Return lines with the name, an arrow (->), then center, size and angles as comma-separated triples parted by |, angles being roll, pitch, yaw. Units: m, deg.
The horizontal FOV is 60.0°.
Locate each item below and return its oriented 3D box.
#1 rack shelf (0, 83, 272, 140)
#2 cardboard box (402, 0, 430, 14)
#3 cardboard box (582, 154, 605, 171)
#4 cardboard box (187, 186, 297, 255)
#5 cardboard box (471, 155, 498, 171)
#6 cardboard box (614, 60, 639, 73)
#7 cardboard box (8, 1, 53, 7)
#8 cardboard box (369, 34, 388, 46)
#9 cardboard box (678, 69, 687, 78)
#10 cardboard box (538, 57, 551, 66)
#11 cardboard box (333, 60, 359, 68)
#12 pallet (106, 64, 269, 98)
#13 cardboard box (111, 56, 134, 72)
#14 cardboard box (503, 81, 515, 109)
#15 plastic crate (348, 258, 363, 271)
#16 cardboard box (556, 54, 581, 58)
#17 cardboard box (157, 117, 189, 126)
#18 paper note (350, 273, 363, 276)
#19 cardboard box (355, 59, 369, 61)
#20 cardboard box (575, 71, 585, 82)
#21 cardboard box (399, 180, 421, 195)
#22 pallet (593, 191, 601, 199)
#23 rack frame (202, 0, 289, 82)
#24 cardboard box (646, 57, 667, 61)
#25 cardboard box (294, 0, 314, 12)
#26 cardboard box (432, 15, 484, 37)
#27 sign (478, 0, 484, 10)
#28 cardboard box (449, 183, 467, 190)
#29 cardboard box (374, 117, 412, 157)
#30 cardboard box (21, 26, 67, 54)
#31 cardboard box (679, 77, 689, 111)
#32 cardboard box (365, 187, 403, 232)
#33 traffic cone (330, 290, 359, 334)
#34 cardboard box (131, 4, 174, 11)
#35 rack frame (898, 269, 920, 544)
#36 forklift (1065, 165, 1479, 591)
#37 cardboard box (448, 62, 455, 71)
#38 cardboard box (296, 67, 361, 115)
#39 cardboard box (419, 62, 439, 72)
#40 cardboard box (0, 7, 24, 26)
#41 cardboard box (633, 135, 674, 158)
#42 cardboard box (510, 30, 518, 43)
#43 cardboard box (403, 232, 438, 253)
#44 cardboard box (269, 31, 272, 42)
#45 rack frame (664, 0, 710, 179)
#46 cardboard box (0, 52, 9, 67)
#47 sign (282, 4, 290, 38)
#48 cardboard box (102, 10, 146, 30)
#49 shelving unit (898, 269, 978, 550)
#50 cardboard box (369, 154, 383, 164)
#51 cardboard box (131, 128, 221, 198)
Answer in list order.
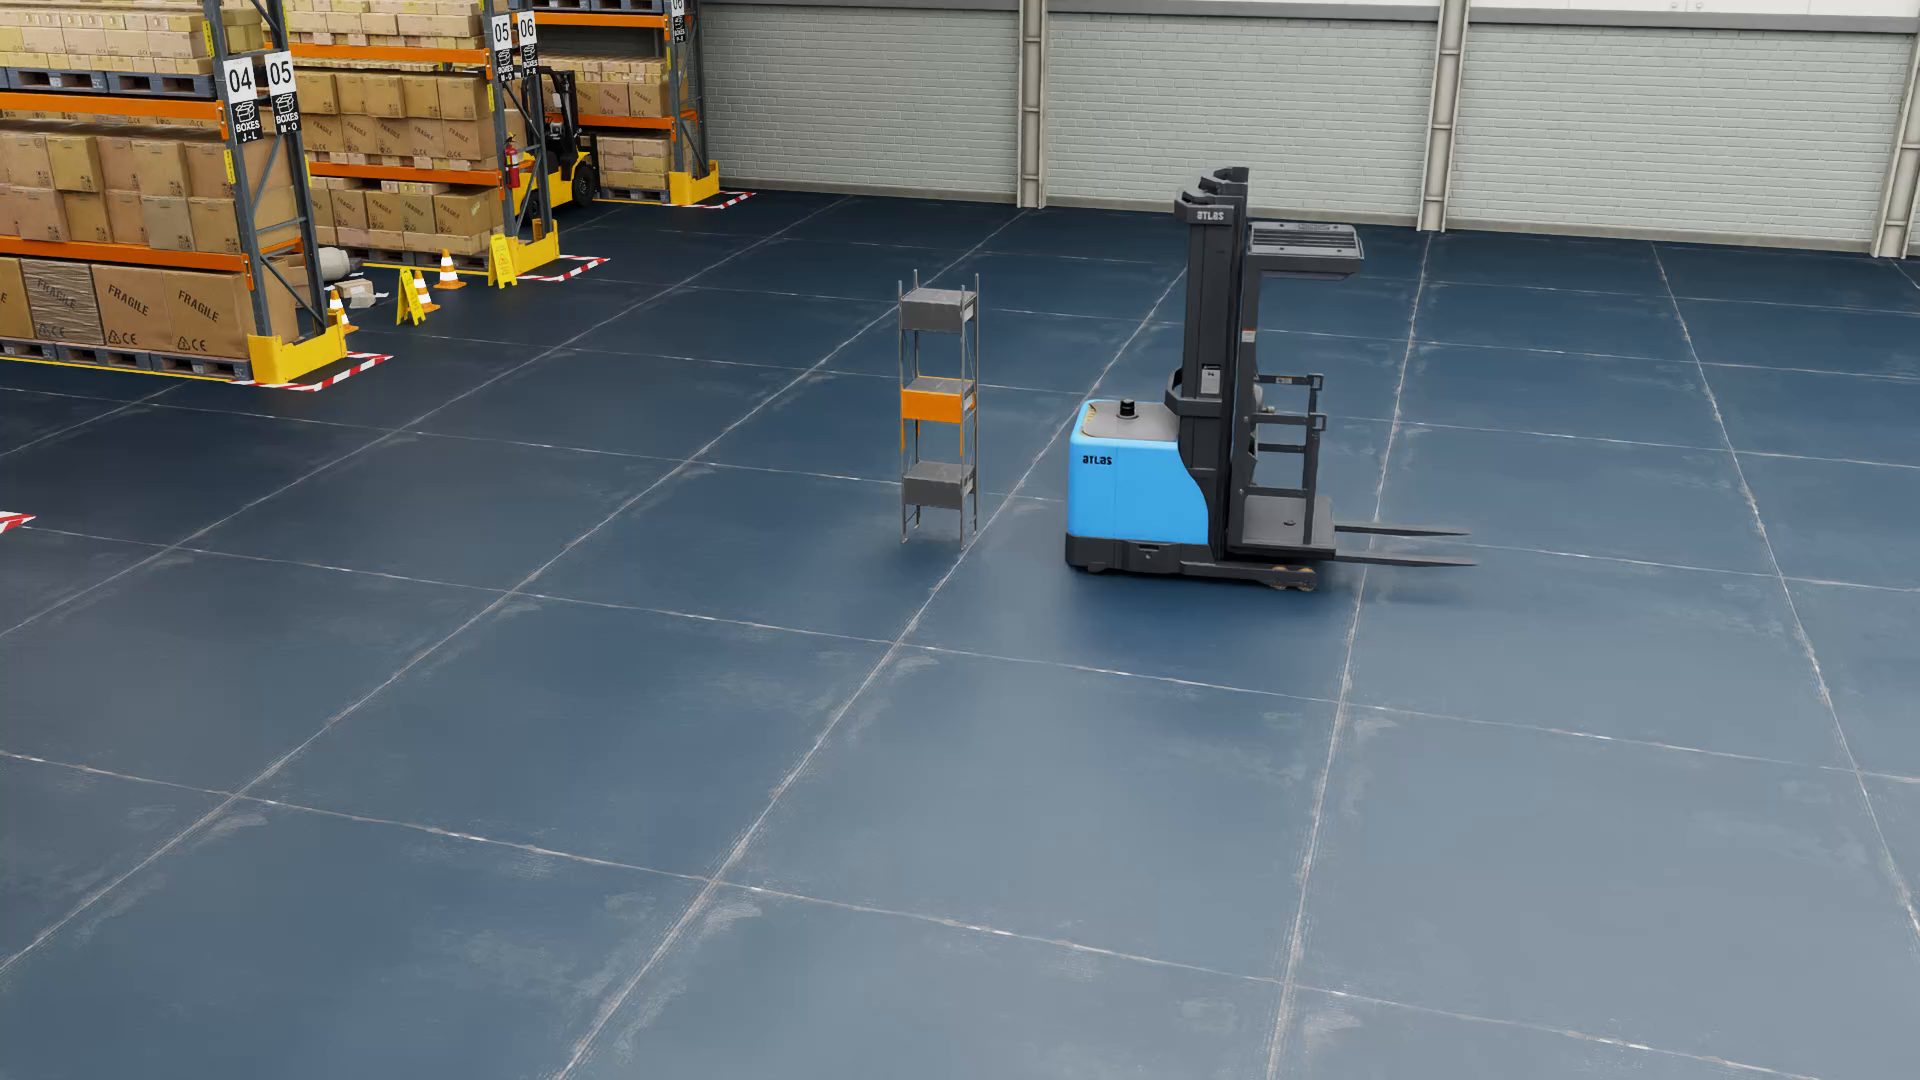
rack shelf -> -8.905, -4.484, 17.150 | 4.000, 0.370, 1.077 | 7, 23, 16
cardboard box -> -6.780, -6.700, 20.884 | 0.250, 0.149, 0.380 | 7, 23, 16
cardboard box -> -5.761, -6.024, 26.321 | 0.500, 0.250, 0.500 | 6, 23, 14
cardboard box -> -7.359, -3.304, 17.079 | 0.550, 0.550, 0.875 | 7, 23, 16
cardboard box -> -6.077, -4.867, 21.418 | 0.250, 0.149, 0.380 | 7, 23, 17
cardboard box -> -5.134, -7.305, 25.652 | 0.250, 0.149, 0.380 | 7, 23, 17
cardboard box -> -9.656, -5.522, 17.328 | 0.250, 0.149, 0.380 | 7, 23, 16
cardboard box -> -7.297, -6.379, 21.153 | 0.250, 0.149, 0.380 | 6, 23, 14
cardboard box -> -4.477, -7.301, 26.035 | 0.250, 0.149, 0.380 | 6, 23, 14
cardboard box -> -6.581, -7.491, 26.106 | 0.250, 0.149, 0.380 | 6, 23, 15
cardboard box -> -9.956, -7.695, 26.996 | 0.250, 0.149, 0.380 | 6, 23, 14
pallet -> -7.704, -4.634, 16.685 | 1.213, 0.211, 1.003 | 7, 23, 16
cardboard box -> -8.135, -4.719, 16.421 | 0.250, 0.149, 0.380 | 7, 23, 16
cardboard box -> -7.204, -7.114, 26.433 | 0.500, 0.500, 0.500 | 7, 23, 16
plastic crate -> -8.220, -3.637, 21.937 | 0.583, 0.080, 0.402 | -1, 22, -3
cardboard box -> -6.213, -7.629, 26.444 | 0.250, 0.149, 0.380 | 7, 23, 17
cardboard box -> -10.470, -5.857, 22.425 | 0.500, 0.500, 0.500 | 7, 23, 16
paper note -> -7.814, -3.443, 21.529 | 0.148, 0.019, 0.142 | -1, 22, -3
cardboard box -> -9.777, -7.909, 27.517 | 0.250, 0.149, 0.380 | 7, 23, 16
cardboard box -> -5.875, -7.238, 25.881 | 0.250, 0.149, 0.380 | 7, 23, 16
cardboard box -> -7.110, -4.626, 21.728 | 0.250, 0.149, 0.380 | 7, 23, 16
pallet -> -6.135, -5.736, 26.881 | 1.213, 0.211, 1.003 | 7, 23, 15
rack frame -> -6.990, -5.986, 15.910 | 0.127, 3.000, 1.000 | 7, 23, 16
cardboard box -> -4.723, -7.474, 26.064 | 0.250, 0.149, 0.380 | 7, 23, 17
cardboard box -> -8.276, -6.848, 21.245 | 0.250, 0.149, 0.380 | 6, 23, 14
cardboard box -> -6.225, -6.434, 20.760 | 0.500, 0.250, 0.500 | 6, 23, 15
sign -> -5.837, -6.618, 20.236 | 0.005, 0.325, 0.100 | 7, 23, 16
cardboard box -> -6.874, -4.536, 22.362 | 0.500, 0.500, 0.500 | 6, 23, 14
cardboard box -> -7.212, -5.275, 21.560 | 0.500, 0.500, 0.500 | 6, 23, 15
cardboard box -> -8.981, -5.025, 16.640 | 0.500, 0.250, 0.500 | 7, 23, 16
cardboard box -> -4.621, -7.025, 26.217 | 0.500, 0.500, 0.500 | 7, 23, 17
cardboard box -> -7.481, -4.396, 22.020 | 0.500, 0.500, 0.500 | 6, 23, 14
traffic cone -> -7.089, -2.610, 18.929 | 0.334, 0.463, 0.336 | 7, 23, 16
cardboard box -> -8.191, -5.355, 16.920 | 0.250, 0.149, 0.380 | 6, 23, 15
rack frame -> -0.392, -1.016, 12.886 | 0.015, 2.100, 0.400 | 7, 23, 16
forklift -> 2.360, -1.197, 12.231 | 3.031, 2.935, 1.130 | 4, 23, 9
cardboard box -> -8.331, -7.725, 27.068 | 0.250, 0.149, 0.380 | 6, 23, 14
cardboard box -> -8.172, -5.849, 21.640 | 0.500, 0.500, 0.700 | 6, 23, 14
cardboard box -> -8.448, -7.565, 26.679 | 0.250, 0.149, 0.380 | 7, 23, 17
cardboard box -> -9.593, -5.255, 16.676 | 0.250, 0.149, 0.380 | 7, 23, 16
cardboard box -> -4.758, -6.145, 25.956 | 0.500, 0.250, 0.500 | 7, 23, 17
cardboard box -> -5.881, -6.445, 21.314 | 0.250, 0.149, 0.380 | 7, 23, 16
cardboard box -> -7.002, -3.992, 22.025 | 0.500, 0.250, 0.500 | 7, 23, 16
cardboard box -> -8.755, -6.570, 21.619 | 0.250, 0.149, 0.380 | 7, 23, 16
rack frame -> -4.227, -6.823, 25.857 | 0.127, 3.000, 1.000 | 7, 23, 16
cardboard box -> -9.595, -4.886, 16.828 | 0.250, 0.149, 0.380 | 6, 23, 15
sign -> -6.824, -5.240, 16.788 | 0.005, 0.325, 0.100 | 7, 23, 16
cardboard box -> -8.143, -5.088, 16.270 | 0.250, 0.149, 0.380 | 7, 23, 16
shelving unit -> -0.158, -0.990, 12.821 | 0.503, 2.100, 0.431 | 7, 23, 16
cardboard box -> -7.535, -5.041, 21.843 | 0.250, 0.149, 0.380 | 7, 23, 16
cardboard box -> -7.888, -3.860, 17.013 | 0.550, 0.550, 0.875 | 7, 23, 16
